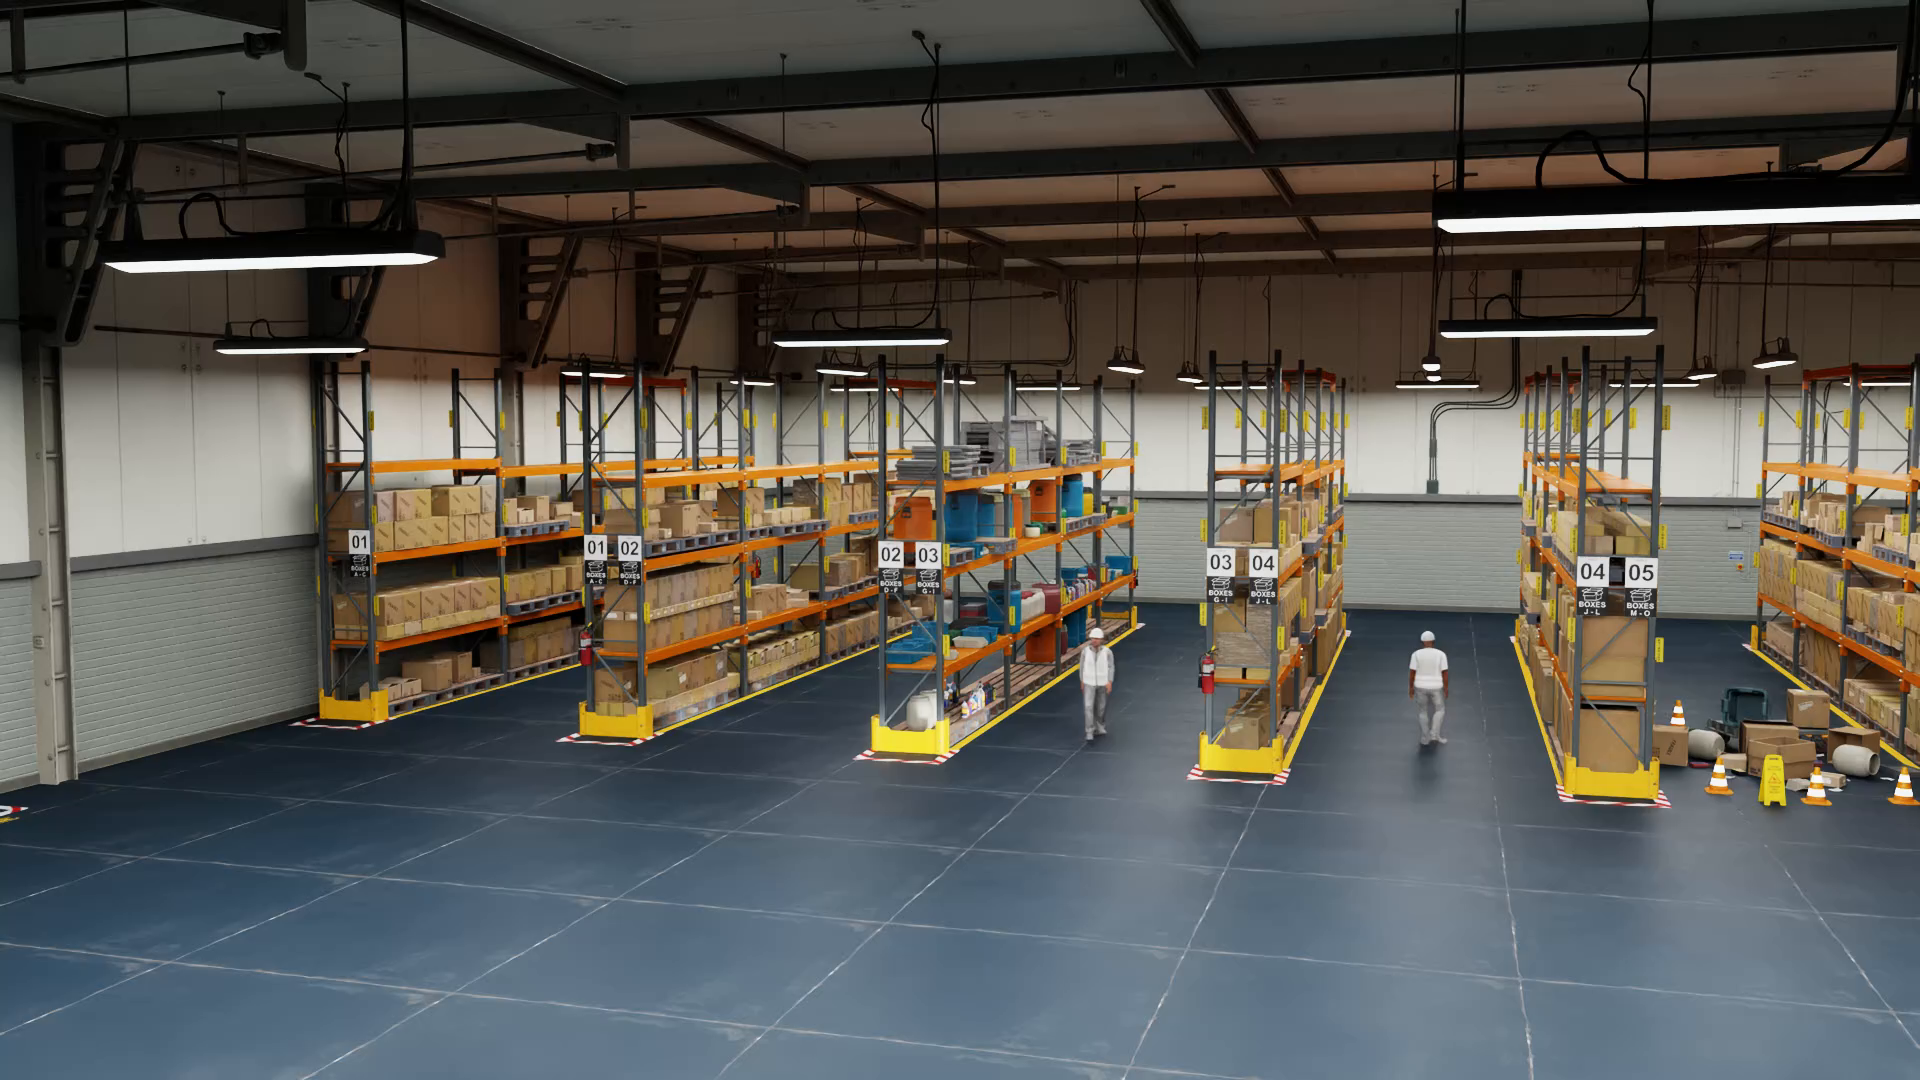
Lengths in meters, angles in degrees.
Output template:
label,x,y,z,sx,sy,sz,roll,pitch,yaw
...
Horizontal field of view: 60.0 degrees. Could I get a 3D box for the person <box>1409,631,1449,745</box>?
label,x,y,z,sx,sy,sz,roll,pitch,yaw
person,7.245,2.292,25.705,0.594,1.765,0.548,1,4,17

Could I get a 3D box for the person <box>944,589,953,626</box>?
label,x,y,z,sx,sy,sz,roll,pitch,yaw
person,-0.257,1.802,33.739,0.458,1.602,0.364,-2,4,-23

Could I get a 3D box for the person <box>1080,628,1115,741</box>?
label,x,y,z,sx,sy,sz,roll,pitch,yaw
person,2.153,2.251,26.147,0.559,1.724,0.997,0,4,6
